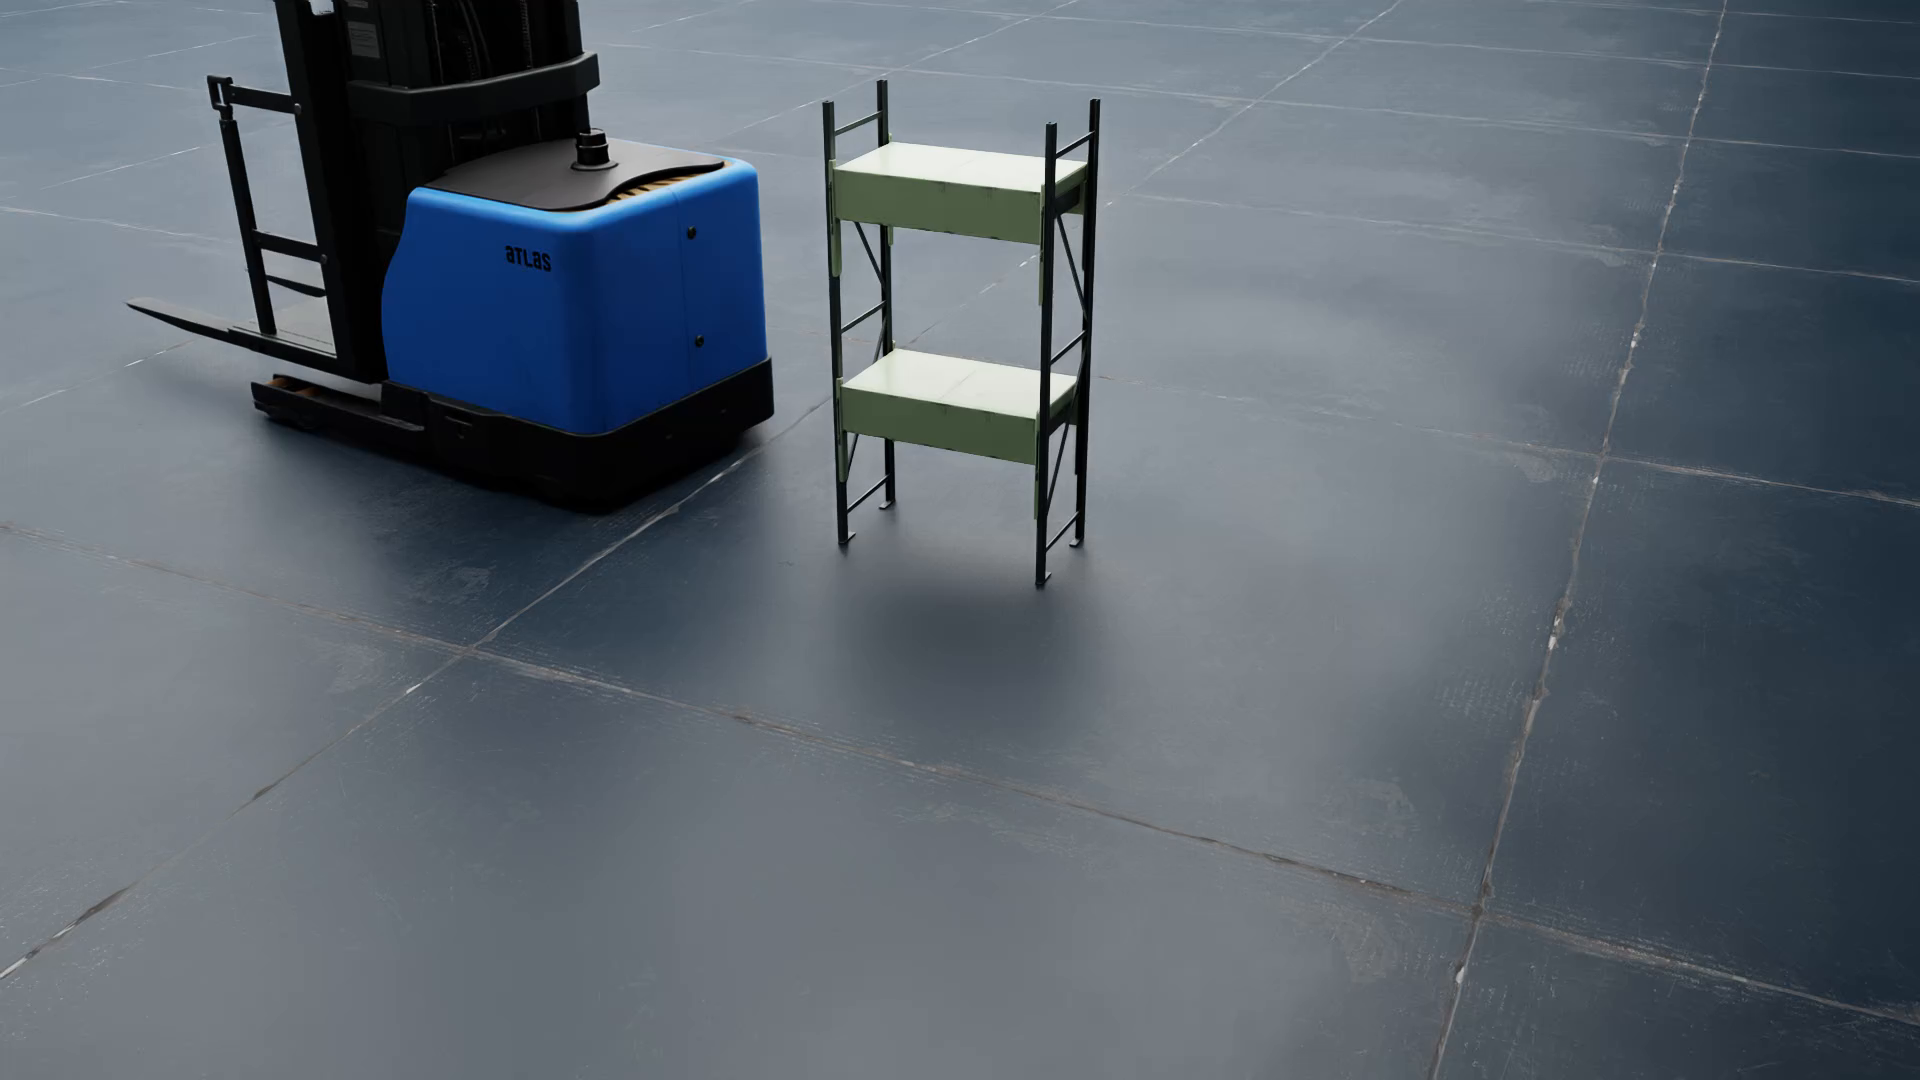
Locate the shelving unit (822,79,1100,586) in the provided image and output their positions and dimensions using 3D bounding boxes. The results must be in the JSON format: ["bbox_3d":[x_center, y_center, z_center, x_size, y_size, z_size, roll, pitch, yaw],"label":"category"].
[{"bbox_3d":[0.006,-0.672,5.416,0.755,1.500,0.431,11,28,22],"label":"shelving unit"}]

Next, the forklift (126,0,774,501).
[{"bbox_3d":[-2.255,-1.934,6.361,3.031,2.935,1.130,16,30,29],"label":"forklift"}]

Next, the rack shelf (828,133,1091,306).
[{"bbox_3d":[0.006,-1.022,5.244,0.720,0.370,0.431,11,28,22],"label":"rack shelf"}]

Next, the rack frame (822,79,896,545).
[{"bbox_3d":[-0.327,-0.739,5.552,0.023,1.500,0.400,11,28,22],"label":"rack frame"}]

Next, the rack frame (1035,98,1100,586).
[{"bbox_3d":[0.339,-0.605,5.280,0.023,1.500,0.400,11,28,22],"label":"rack frame"}]

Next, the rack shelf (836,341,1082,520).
[{"bbox_3d":[0.006,-0.379,5.560,0.720,0.370,0.431,11,28,22],"label":"rack shelf"}]
